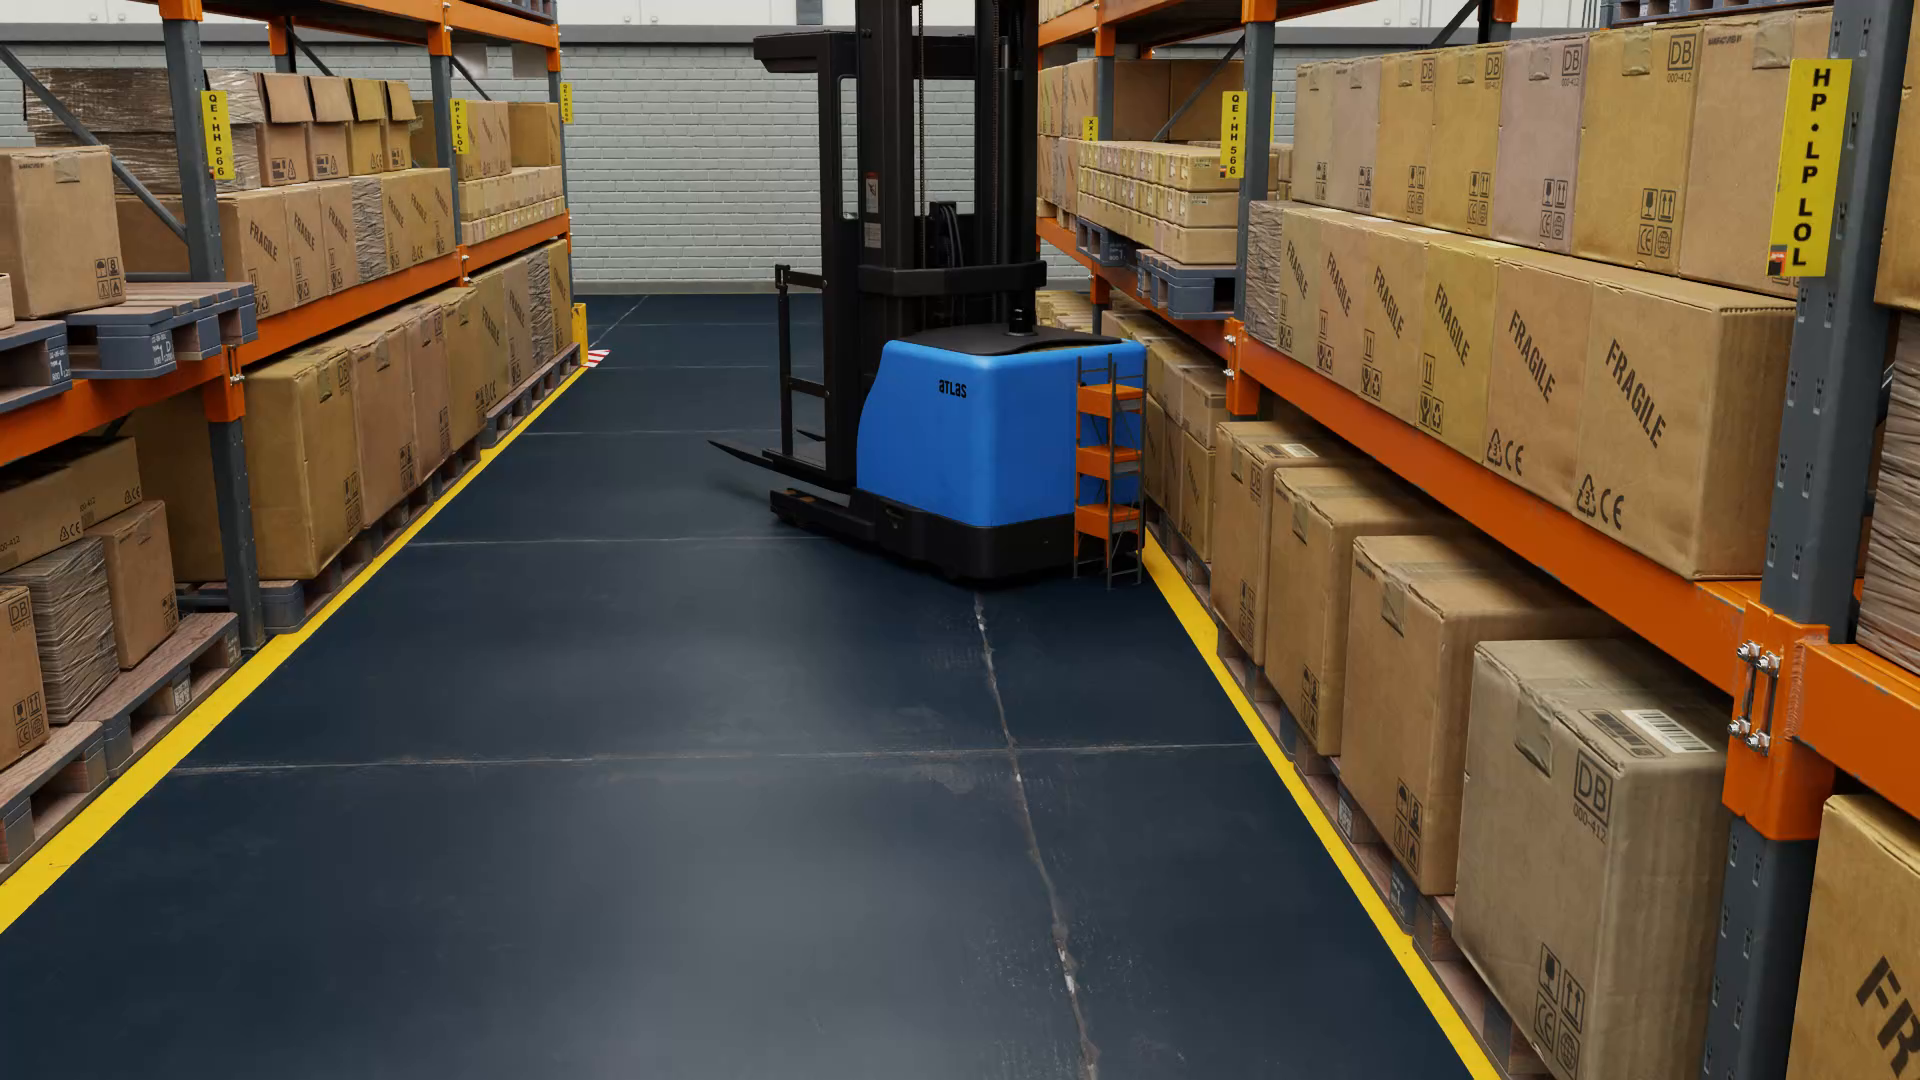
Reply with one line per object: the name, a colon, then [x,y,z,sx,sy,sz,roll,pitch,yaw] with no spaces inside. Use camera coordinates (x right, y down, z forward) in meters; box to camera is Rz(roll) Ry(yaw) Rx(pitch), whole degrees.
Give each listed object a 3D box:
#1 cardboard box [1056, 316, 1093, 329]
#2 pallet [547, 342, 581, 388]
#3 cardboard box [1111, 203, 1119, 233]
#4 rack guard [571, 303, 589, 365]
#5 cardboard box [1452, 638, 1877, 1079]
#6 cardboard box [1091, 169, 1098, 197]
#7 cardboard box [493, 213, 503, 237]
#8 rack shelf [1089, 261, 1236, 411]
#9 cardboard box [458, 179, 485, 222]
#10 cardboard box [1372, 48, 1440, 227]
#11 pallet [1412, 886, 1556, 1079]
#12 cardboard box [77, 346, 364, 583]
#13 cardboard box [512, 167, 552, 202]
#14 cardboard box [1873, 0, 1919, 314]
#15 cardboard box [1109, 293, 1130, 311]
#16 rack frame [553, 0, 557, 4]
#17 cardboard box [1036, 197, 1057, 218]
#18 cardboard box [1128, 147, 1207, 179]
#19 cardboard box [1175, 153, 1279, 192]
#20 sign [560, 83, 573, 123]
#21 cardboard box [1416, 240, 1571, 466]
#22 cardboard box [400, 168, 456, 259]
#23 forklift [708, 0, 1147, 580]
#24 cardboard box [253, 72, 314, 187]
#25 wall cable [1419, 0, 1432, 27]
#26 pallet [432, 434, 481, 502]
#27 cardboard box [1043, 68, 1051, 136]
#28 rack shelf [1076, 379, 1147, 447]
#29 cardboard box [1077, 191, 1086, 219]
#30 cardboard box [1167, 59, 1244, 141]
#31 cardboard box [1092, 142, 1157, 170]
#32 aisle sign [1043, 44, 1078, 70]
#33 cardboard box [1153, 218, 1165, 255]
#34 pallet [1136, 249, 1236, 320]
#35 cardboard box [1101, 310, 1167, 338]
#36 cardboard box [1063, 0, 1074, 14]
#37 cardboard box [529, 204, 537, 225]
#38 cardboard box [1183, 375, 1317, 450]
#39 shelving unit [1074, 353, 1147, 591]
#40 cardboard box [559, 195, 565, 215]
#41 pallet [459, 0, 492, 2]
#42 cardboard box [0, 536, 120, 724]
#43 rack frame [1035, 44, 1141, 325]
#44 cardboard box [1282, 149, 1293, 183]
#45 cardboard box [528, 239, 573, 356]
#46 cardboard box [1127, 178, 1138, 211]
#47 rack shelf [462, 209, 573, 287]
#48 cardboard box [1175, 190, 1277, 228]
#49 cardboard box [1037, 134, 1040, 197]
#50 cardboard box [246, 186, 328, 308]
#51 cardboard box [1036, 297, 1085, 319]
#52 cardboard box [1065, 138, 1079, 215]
cardboard box: [0.916,-1.566,12.277,0.380,0.149,0.250,-1,14,-5]
pallet: [-3.725,-1.442,13.709,1.003,0.211,1.213,-1,14,-3]
cardboard box: [1.003,-1.699,8.772,0.380,0.149,0.250,-1,14,-4]
rack guard: [-3.854,-1.786,14.464,1.175,0.500,0.348,-1,14,-3]
cardboard box: [1.719,0.676,3.553,1.050,0.750,0.750,-1,14,-4]
cardboard box: [0.952,-2.039,9.497,0.380,0.149,0.250,-1,14,-2]
cardboard box: [-3.342,-2.149,11.363,0.380,0.149,0.250,-1,14,-5]
rack shelf: [1.476,-1.201,8.620,1.077,0.370,4.000,-1,14,-3]
cardboard box: [-3.373,-2.188,10.715,0.500,0.250,0.500,-1,14,-4]
cardboard box: [1.684,-1.220,5.041,0.700,0.500,0.500,-1,14,-4]
pallet: [1.725,1.102,3.819,1.003,0.211,1.213,-1,14,-3]
cardboard box: [-3.379,-0.347,7.278,1.225,0.875,0.875,-2,15,-6]
cardboard box: [-3.527,-2.819,13.169,0.500,0.250,0.500,-1,14,-4]
cardboard box: [1.836,-0.561,2.219,0.875,0.550,0.550,-1,14,-3]
cardboard box: [1.348,-1.962,13.816,0.380,0.149,0.250,-1,14,-2]
rack frame: [-3.853,-5.896,13.382,1.000,3.000,0.127,-1,14,-3]
cardboard box: [0.817,-2.704,13.521,0.380,0.149,0.250,-1,14,-5]
cardboard box: [1.034,-1.859,8.198,0.380,0.149,0.250,0,14,-1]
cardboard box: [1.112,-1.537,6.948,0.380,0.149,0.250,-1,15,-6]
sign: [-3.310,-3.671,13.975,0.100,0.325,0.005,-1,14,-3]
cardboard box: [1.486,-0.483,4.183,0.500,0.500,0.500,-1,14,-3]
cardboard box: [-3.303,-1.932,9.815,0.500,0.500,0.500,-1,14,-3]
forklift: [-0.361,-1.546,8.652,1.130,2.935,3.031,-10,18,-34]
cardboard box: [-3.424,-1.879,7.597,0.797,0.503,0.637,-1,14,-2]
wall cable: [5.405,-7.459,19.458,0.463,3.000,0.029,-1,14,-3]
pallet: [-3.482,-0.455,9.869,1.003,0.211,1.213,-1,14,-3]
cardboard box: [0.914,-3.348,12.714,0.500,0.500,0.500,-1,14,-5]
rack shelf: [0.688,-0.580,7.578,0.215,0.259,0.240,-10,18,-34]
cardboard box: [0.917,-2.024,10.034,0.380,0.149,0.250,-2,15,-6]
cardboard box: [1.567,-2.840,10.740,0.500,0.500,0.500,-1,14,-2]
cardboard box: [0.954,-2.179,9.443,0.380,0.149,0.250,-1,14,-3]
aisle sign: [0.800,-4.315,14.058,0.394,0.787,0.004,-1,14,-3]
cardboard box: [1.080,-1.375,7.514,0.380,0.149,0.250,-1,14,-2]
pallet: [1.449,-1.135,7.303,1.213,0.211,1.003,-1,14,-3]
cardboard box: [1.134,-1.215,9.899,0.500,0.250,0.500,-2,15,-6]
cardboard box: [1.001,-3.796,11.541,0.500,0.250,0.500,-1,14,-4]
cardboard box: [-3.421,-2.467,12.599,0.380,0.149,0.250,-1,14,-3]
cardboard box: [1.296,-0.574,7.408,0.500,0.250,0.500,-1,14,-5]
shelving unit: [0.688,-0.316,7.646,0.215,1.050,0.252,-10,18,-34]
cardboard box: [-3.502,-2.785,13.837,0.380,0.149,0.250,-1,14,-2]
pallet: [-3.645,-3.609,10.692,1.003,0.211,1.213,-1,14,-3]
cardboard box: [-3.248,0.301,5.472,0.700,0.500,0.500,-2,15,-8]
rack frame: [1.104,-3.042,14.330,1.000,3.000,0.127,-1,14,-3]
cardboard box: [1.719,-1.734,7.713,0.380,0.149,0.250,-1,15,-6]
cardboard box: [-3.733,-2.007,13.728,0.875,0.875,0.875,-1,14,-3]
cardboard box: [1.033,-1.715,8.236,0.380,0.149,0.250,-1,14,-2]
rack shelf: [-3.729,-2.145,12.286,1.077,0.370,4.000,-1,14,-3]
cardboard box: [1.115,-1.394,6.989,0.380,0.149,0.250,-1,14,-2]
cardboard box: [0.856,-3.119,13.830,0.500,0.500,0.500,0,14,-1]
cardboard box: [-3.150,-1.303,7.369,0.500,0.500,0.500,-1,14,-5]
cardboard box: [0.822,-1.886,13.521,0.380,0.149,0.250,-1,14,-4]
cardboard box: [1.009,-2.485,11.366,0.500,0.500,0.500,-1,14,-5]
